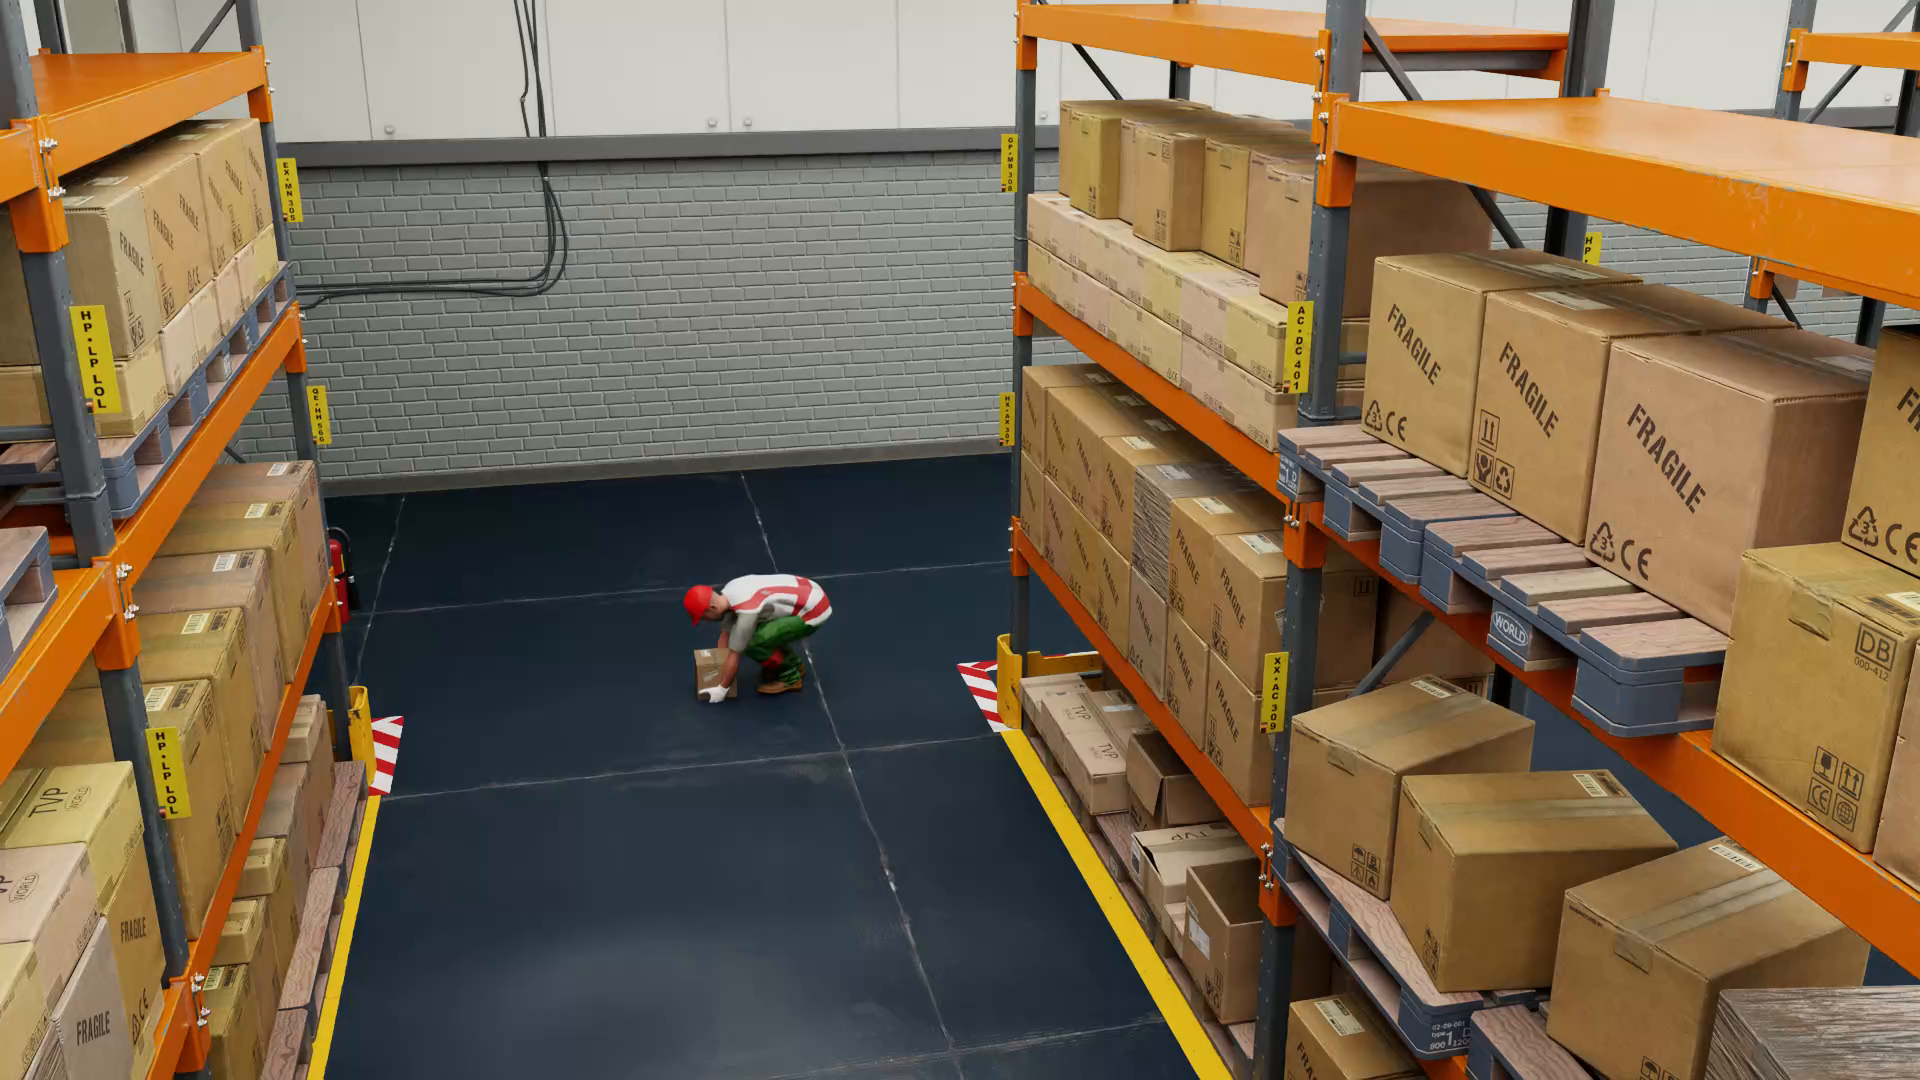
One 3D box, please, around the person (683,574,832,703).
[{"bbox_3d":[-1.311,0.617,10.854,0.954,0.795,0.529,-5,20,-14],"label":"person"}]
